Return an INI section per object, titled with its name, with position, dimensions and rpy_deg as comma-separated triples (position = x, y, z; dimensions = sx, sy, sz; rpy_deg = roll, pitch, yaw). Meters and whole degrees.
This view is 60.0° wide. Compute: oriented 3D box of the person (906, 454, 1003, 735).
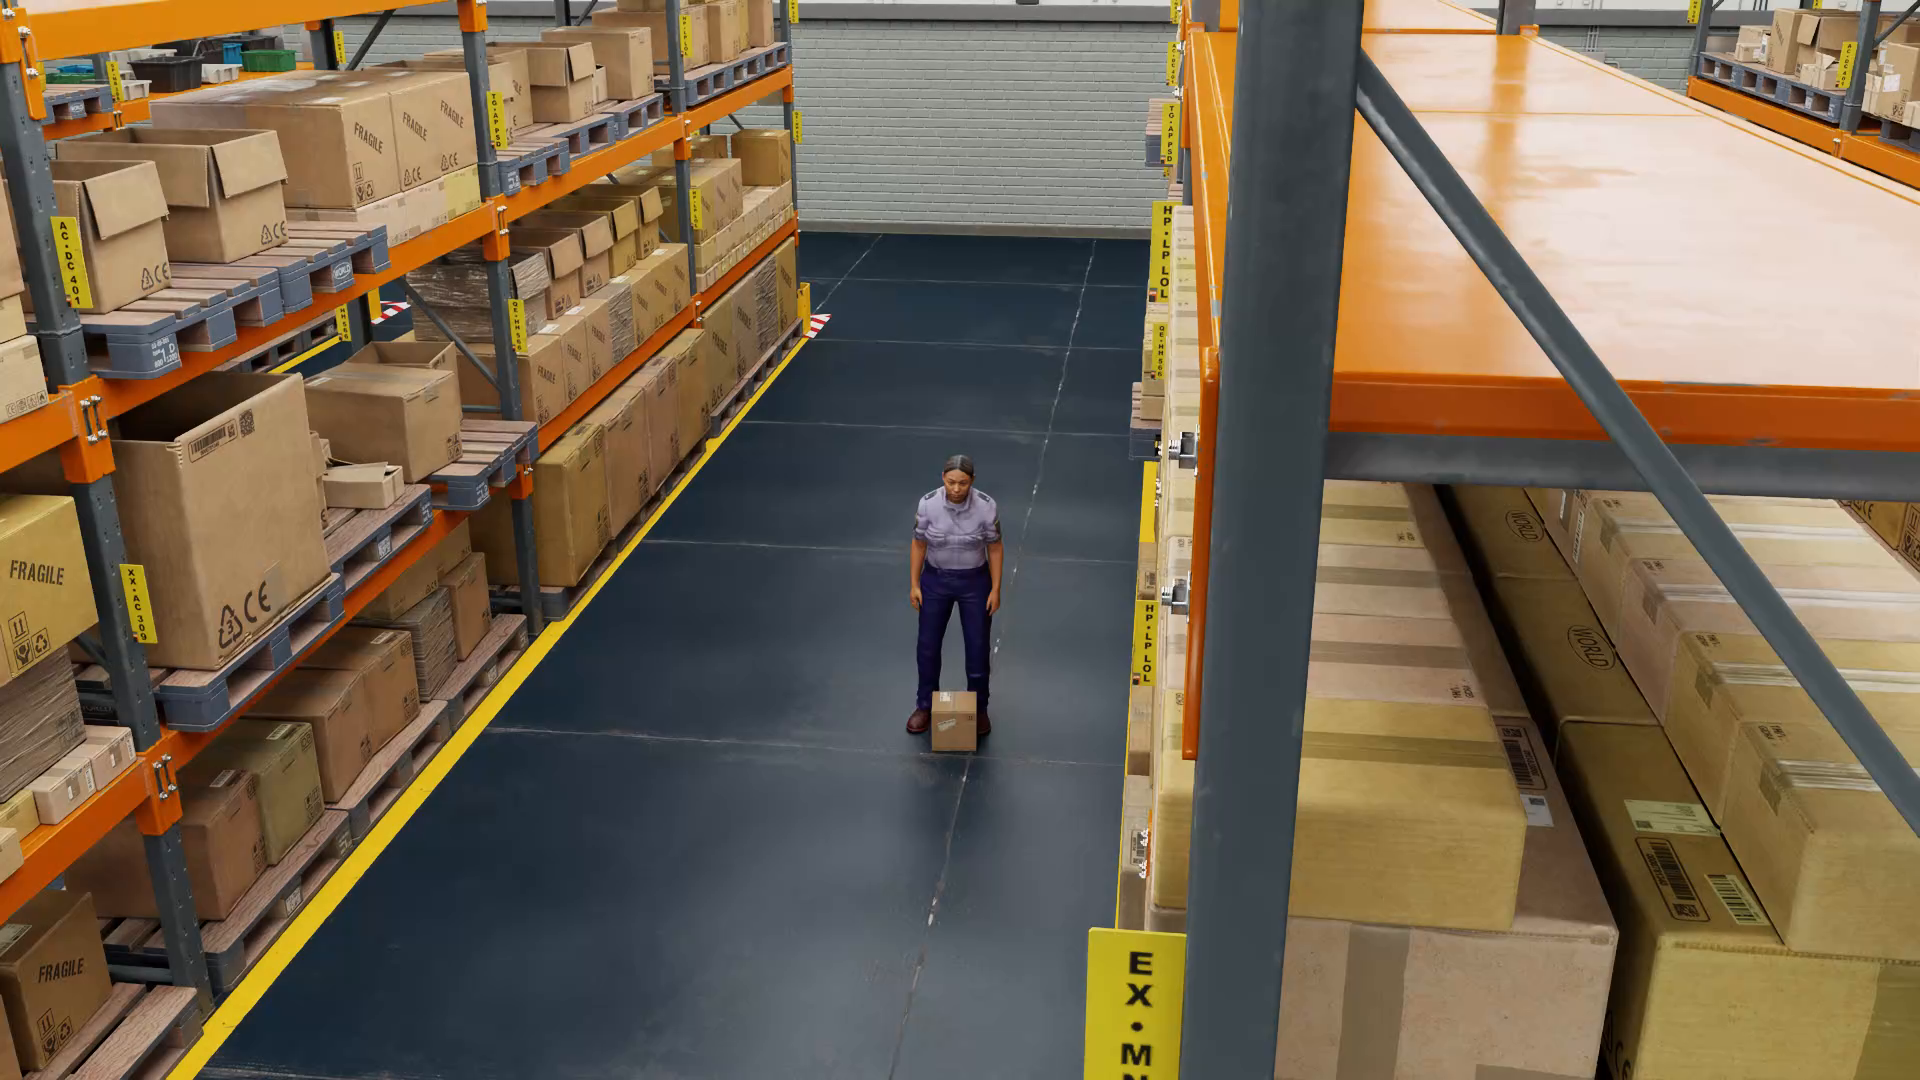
[person]
position = -0.030, 0.284, 9.368
dimensions = 0.540, 1.651, 0.372
rpy_deg = 2, 21, 5
